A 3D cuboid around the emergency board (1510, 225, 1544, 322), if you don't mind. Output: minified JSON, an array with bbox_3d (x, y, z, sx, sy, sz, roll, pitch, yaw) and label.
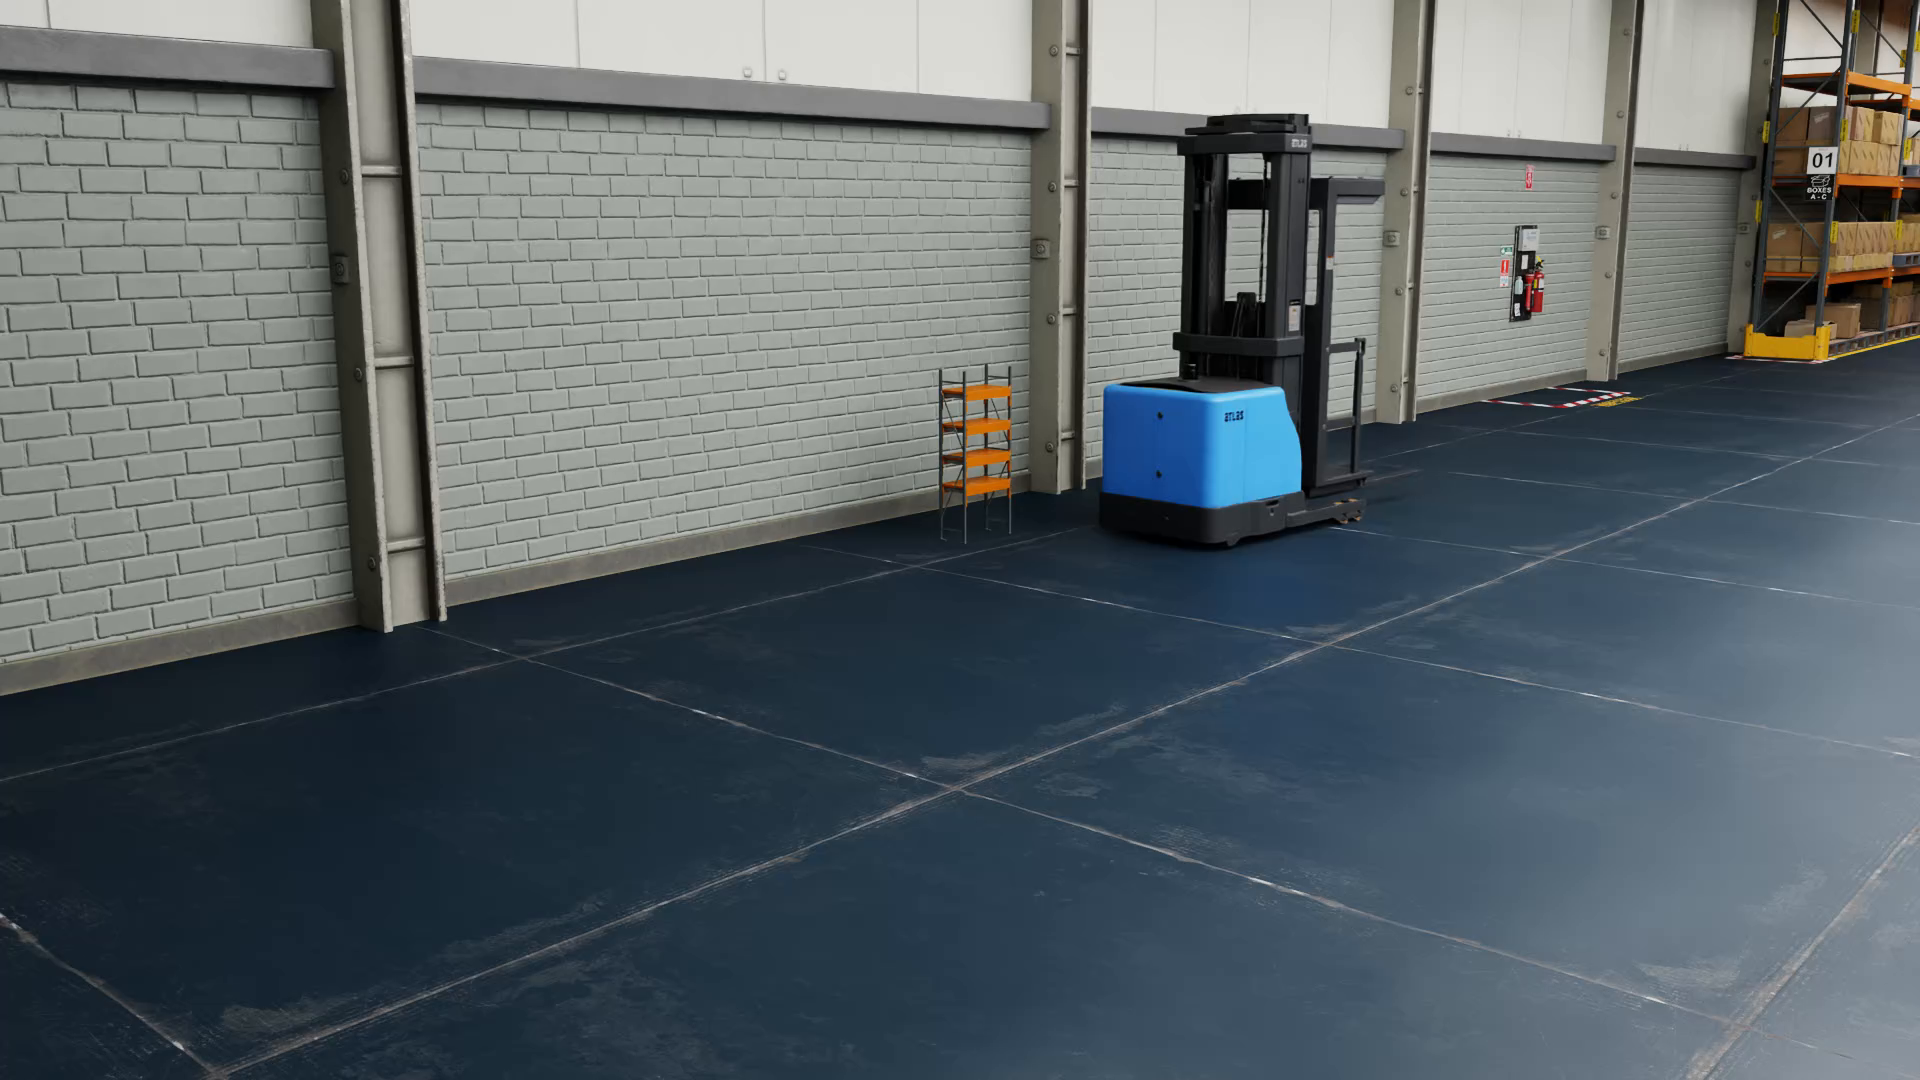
[{"bbox_3d":[7.067,-3.299,20.570,0.194,1.169,0.643,10,15,40],"label":"emergency board"}]

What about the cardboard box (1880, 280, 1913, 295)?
[{"bbox_3d":[17.296,-4.672,30.788,0.500,0.250,0.500,10,15,41],"label":"cardboard box"}]

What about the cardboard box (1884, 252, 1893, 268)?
[{"bbox_3d":[15.430,-4.741,28.124,0.500,0.250,0.500,10,15,40],"label":"cardboard box"}]

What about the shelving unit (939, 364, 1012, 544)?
[{"bbox_3d":[0.109,-0.613,11.716,0.258,1.200,0.503,10,15,40],"label":"shelving unit"}]

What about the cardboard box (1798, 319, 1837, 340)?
[{"bbox_3d":[13.775,-3.397,26.801,0.500,0.311,0.500,-11,15,-43],"label":"cardboard box"}]

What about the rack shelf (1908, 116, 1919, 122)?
[{"bbox_3d":[19.476,-8.190,32.598,1.077,0.370,4.000,10,15,40],"label":"rack shelf"}]

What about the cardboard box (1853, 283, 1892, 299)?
[{"bbox_3d":[16.277,-4.447,29.664,0.500,0.250,0.500,9,15,39],"label":"cardboard box"}]

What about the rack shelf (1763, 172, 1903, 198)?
[{"bbox_3d":[14.195,-5.738,26.960,1.077,0.370,4.000,10,15,40],"label":"rack shelf"}]

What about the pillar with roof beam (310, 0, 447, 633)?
[{"bbox_3d":[0.078,-3.395,5.732,9.100,9.000,0.400,10,15,40],"label":"pillar with roof beam"}]

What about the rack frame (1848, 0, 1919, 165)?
[{"bbox_3d":[15.515,-7.856,28.069,1.000,3.000,0.127,10,15,40],"label":"rack frame"}]

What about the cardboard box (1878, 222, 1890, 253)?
[{"bbox_3d":[15.110,-5.034,27.676,0.500,0.500,0.500,10,15,40],"label":"cardboard box"}]

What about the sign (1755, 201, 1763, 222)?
[{"bbox_3d":[12.471,-5.123,25.939,0.100,0.325,0.005,10,15,40],"label":"sign"}]

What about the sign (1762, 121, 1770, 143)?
[{"bbox_3d":[12.471,-6.305,25.703,0.100,0.325,0.005,10,15,40],"label":"sign"}]

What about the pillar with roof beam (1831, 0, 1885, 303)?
[{"bbox_3d":[19.882,-7.808,27.831,9.100,9.000,0.548,10,15,40],"label":"pillar with roof beam"}]

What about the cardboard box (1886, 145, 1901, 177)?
[{"bbox_3d":[15.366,-6.337,27.817,0.500,0.500,0.500,10,15,42],"label":"cardboard box"}]

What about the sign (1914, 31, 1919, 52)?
[{"bbox_3d":[15.911,-8.280,27.605,0.100,0.325,0.005,10,15,40],"label":"sign"}]

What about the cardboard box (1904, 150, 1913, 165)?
[{"bbox_3d":[16.343,-6.708,29.135,0.500,0.311,0.500,10,15,42],"label":"cardboard box"}]

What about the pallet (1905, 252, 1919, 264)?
[{"bbox_3d":[16.880,-5.112,30.137,1.003,0.211,1.213,10,15,40],"label":"pallet"}]

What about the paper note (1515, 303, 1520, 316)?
[{"bbox_3d":[6.898,-2.850,20.571,0.016,0.148,0.142,10,15,40],"label":"paper note"}]

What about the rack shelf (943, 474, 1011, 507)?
[{"bbox_3d":[0.109,-0.352,11.768,0.258,0.148,0.480,10,15,40],"label":"rack shelf"}]

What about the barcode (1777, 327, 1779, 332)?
[{"bbox_3d":[13.111,-3.372,26.653,0.001,0.075,0.075,10,15,40],"label":"barcode"}]

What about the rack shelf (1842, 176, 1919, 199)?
[{"bbox_3d":[16.835,-6.327,29.906,1.077,0.370,4.000,10,15,40],"label":"rack shelf"}]

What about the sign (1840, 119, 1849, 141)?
[{"bbox_3d":[13.282,-6.155,24.979,0.100,0.325,0.005,10,15,40],"label":"sign"}]

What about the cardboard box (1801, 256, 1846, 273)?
[{"bbox_3d":[13.435,-4.293,25.876,0.500,0.250,0.500,9,15,39],"label":"cardboard box"}]

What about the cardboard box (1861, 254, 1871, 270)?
[{"bbox_3d":[14.444,-4.519,27.010,0.500,0.250,0.500,10,15,41],"label":"cardboard box"}]

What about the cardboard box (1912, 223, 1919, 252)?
[{"bbox_3d":[17.047,-5.511,30.265,0.700,0.500,0.500,10,15,40],"label":"cardboard box"}]

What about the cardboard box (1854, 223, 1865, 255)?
[{"bbox_3d":[14.095,-4.808,26.540,0.500,0.500,0.500,9,14,39],"label":"cardboard box"}]

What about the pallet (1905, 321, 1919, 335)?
[{"bbox_3d":[17.639,-4.020,31.301,1.003,0.211,1.213,10,15,40],"label":"pallet"}]

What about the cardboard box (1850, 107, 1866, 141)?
[{"bbox_3d":[13.681,-6.438,25.770,0.500,0.500,0.500,10,15,40],"label":"cardboard box"}]

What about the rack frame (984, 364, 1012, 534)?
[{"bbox_3d":[0.270,-0.649,11.895,0.240,1.200,0.015,10,15,40],"label":"rack frame"}]

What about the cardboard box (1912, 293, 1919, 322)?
[{"bbox_3d":[17.720,-4.380,31.240,0.700,0.500,0.500,10,15,41],"label":"cardboard box"}]

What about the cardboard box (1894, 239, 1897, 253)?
[{"bbox_3d":[15.877,-5.249,28.956,0.700,0.500,0.500,10,15,41],"label":"cardboard box"}]

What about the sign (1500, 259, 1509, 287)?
[{"bbox_3d":[6.624,-3.248,20.226,0.001,0.329,0.234,10,15,40],"label":"sign"}]

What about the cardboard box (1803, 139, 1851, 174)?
[{"bbox_3d":[13.283,-5.872,25.489,0.500,0.500,0.500,10,15,42],"label":"cardboard box"}]

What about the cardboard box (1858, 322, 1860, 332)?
[{"bbox_3d":[15.185,-3.658,28.477,0.380,0.166,0.250,7,14,33],"label":"cardboard box"}]

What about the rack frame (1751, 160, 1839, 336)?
[{"bbox_3d":[12.875,-4.326,25.710,1.000,3.000,0.127,10,15,40],"label":"rack frame"}]

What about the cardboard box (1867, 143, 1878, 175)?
[{"bbox_3d":[14.342,-6.105,26.655,0.500,0.500,0.500,11,16,44],"label":"cardboard box"}]

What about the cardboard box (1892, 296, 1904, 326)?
[{"bbox_3d":[16.659,-4.167,30.174,0.700,0.500,0.500,10,15,41],"label":"cardboard box"}]

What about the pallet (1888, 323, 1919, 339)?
[{"bbox_3d":[16.833,-3.842,30.407,1.003,0.211,1.213,10,15,40],"label":"pallet"}]

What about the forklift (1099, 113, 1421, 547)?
[{"bbox_3d":[2.398,-1.617,12.322,3.031,2.935,1.130,-11,16,-44],"label":"forklift"}]

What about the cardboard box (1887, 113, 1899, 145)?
[{"bbox_3d":[15.032,-6.743,27.295,0.500,0.500,0.500,11,16,43],"label":"cardboard box"}]
